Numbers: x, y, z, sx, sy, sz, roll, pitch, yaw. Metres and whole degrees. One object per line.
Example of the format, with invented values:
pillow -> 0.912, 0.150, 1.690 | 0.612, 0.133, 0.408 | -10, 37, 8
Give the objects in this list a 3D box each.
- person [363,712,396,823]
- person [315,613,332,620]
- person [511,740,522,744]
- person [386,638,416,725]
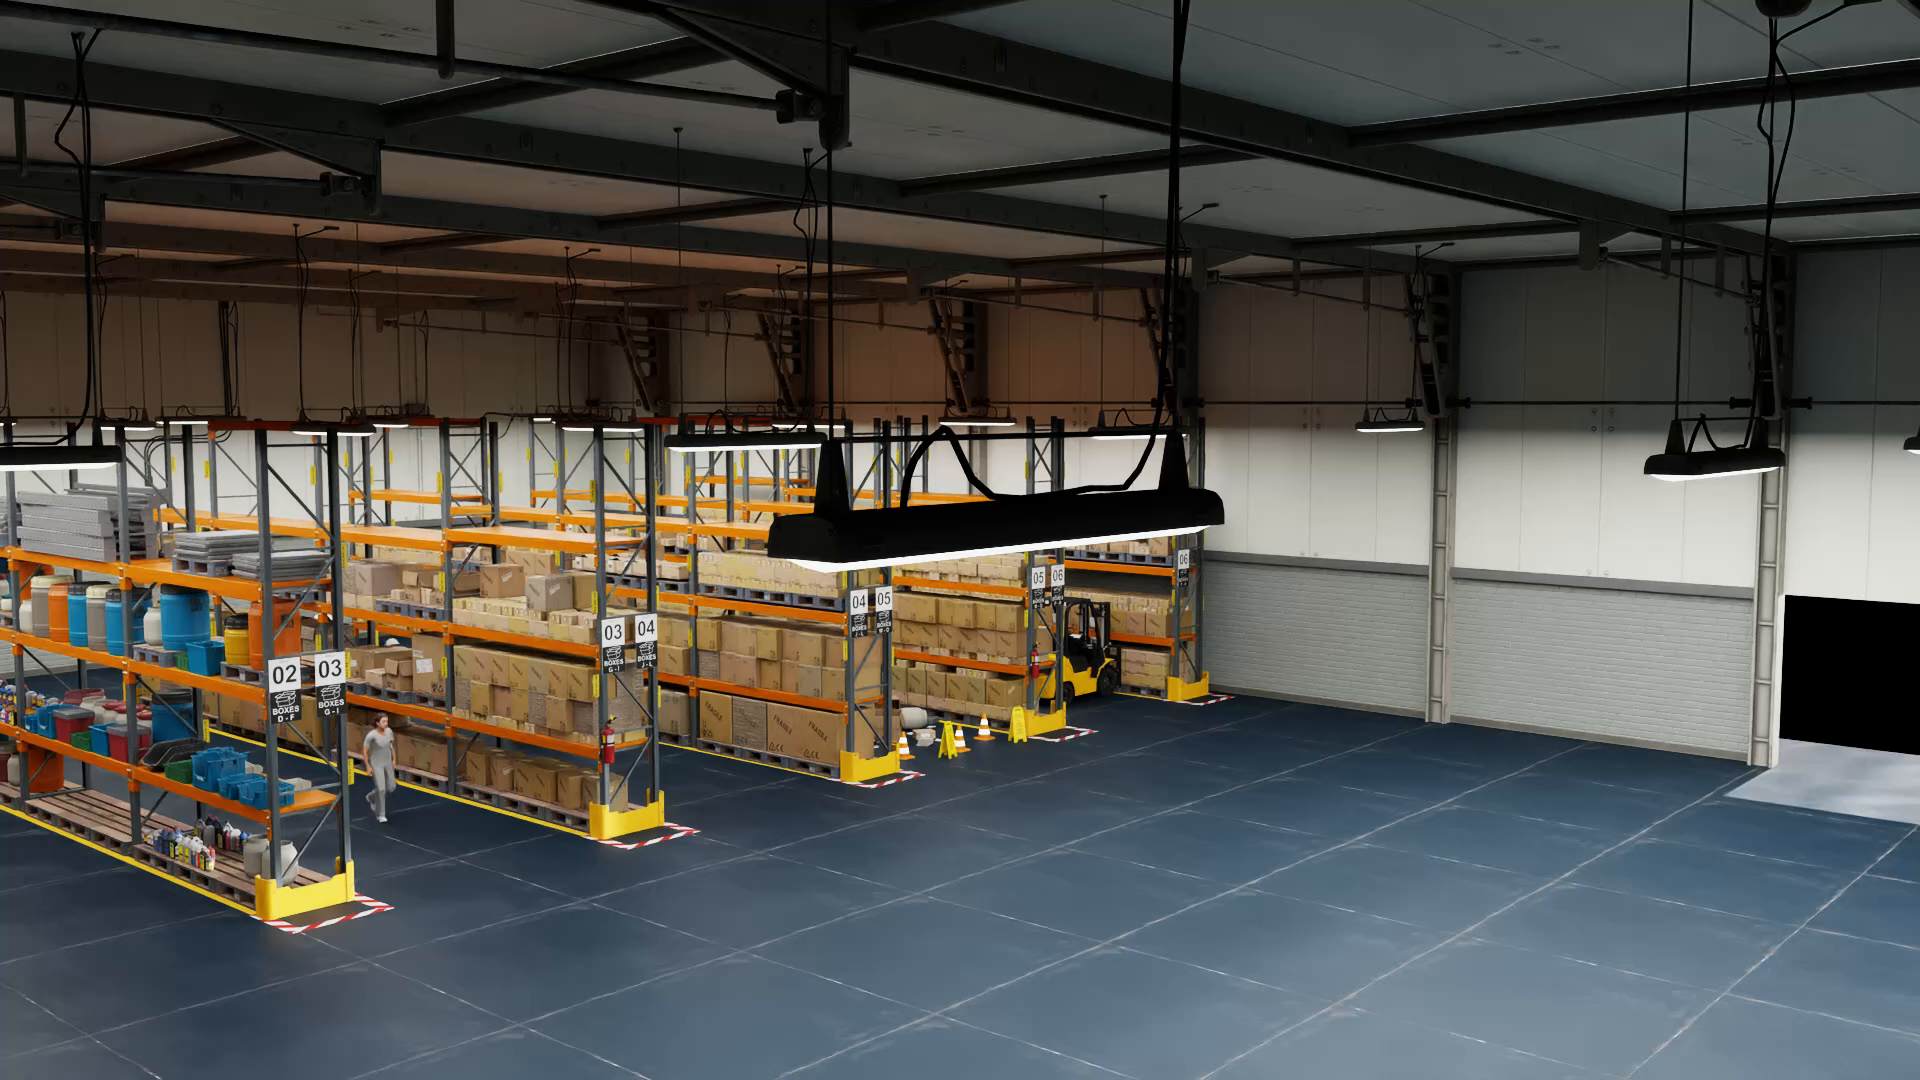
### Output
person -> -8.845, 3.419, 25.237 | 0.638, 1.655, 0.522 | 3, 6, 35
person -> -14.891, 2.273, 38.938 | 0.510, 1.650, 0.957 | 0, 5, -2
person -> -8.219, 2.882, 30.769 | 0.577, 1.781, 0.528 | -3, 6, -36
person -> -11.067, 2.777, 32.423 | 1.093, 1.714, 0.542 | 4, 6, 37
